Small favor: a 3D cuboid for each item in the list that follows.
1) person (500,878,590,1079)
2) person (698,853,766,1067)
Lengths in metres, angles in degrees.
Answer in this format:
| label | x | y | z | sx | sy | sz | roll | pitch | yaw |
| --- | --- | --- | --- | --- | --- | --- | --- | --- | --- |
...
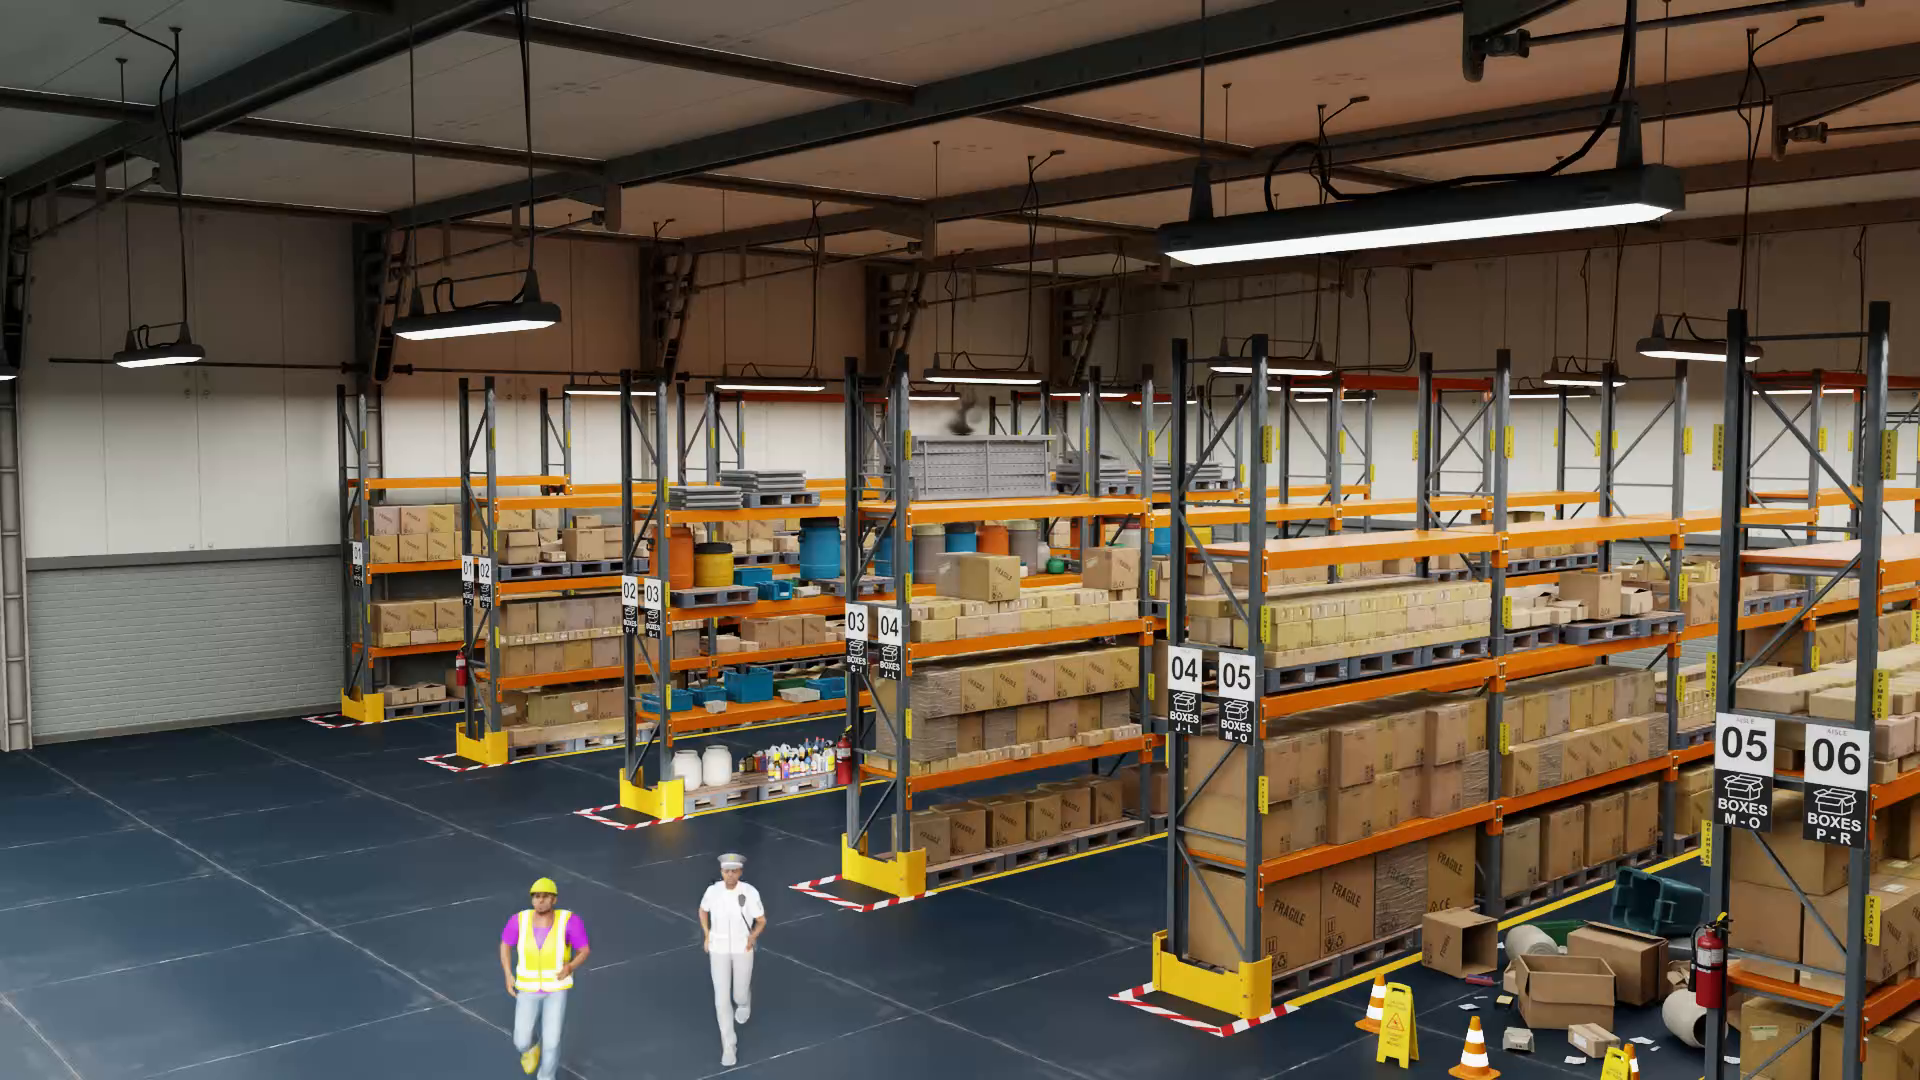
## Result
| label | x | y | z | sx | sy | sz | roll | pitch | yaw |
| --- | --- | --- | --- | --- | --- | --- | --- | --- | --- |
| person | -3.230 | 3.465 | 12.889 | 0.704 | 1.712 | 0.596 | 0 | 4 | -4 |
| person | -1.905 | 3.427 | 13.888 | 0.579 | 1.696 | 0.825 | 0 | 4 | -2 |
